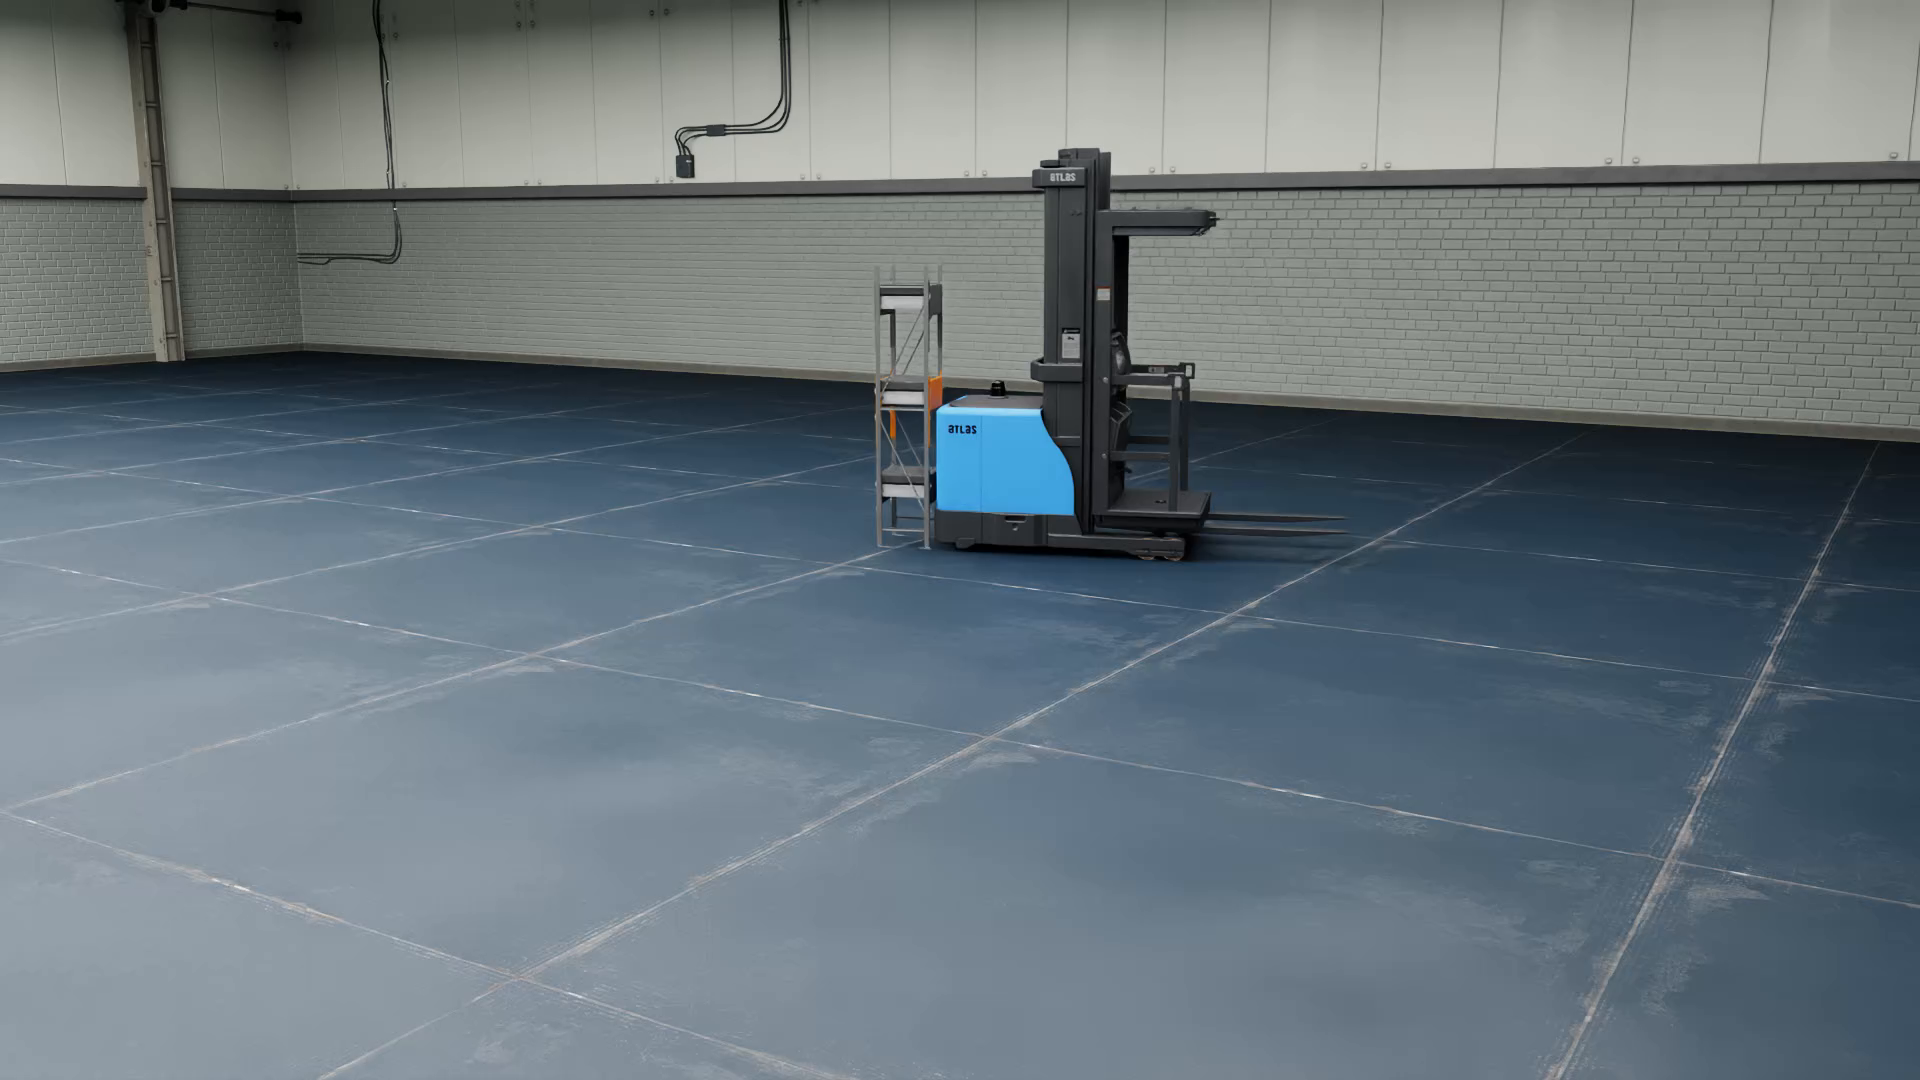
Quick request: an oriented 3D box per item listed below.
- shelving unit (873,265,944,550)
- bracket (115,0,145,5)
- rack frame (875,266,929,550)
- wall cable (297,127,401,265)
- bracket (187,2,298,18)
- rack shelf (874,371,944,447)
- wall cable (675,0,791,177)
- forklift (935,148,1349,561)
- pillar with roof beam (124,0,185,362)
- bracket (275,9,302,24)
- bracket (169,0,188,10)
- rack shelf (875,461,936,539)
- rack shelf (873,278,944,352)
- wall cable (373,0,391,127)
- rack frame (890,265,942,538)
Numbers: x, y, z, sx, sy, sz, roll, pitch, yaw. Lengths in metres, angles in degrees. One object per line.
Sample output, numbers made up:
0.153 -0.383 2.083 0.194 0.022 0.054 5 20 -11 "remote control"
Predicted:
-0.380 -1.012 12.569 0.431 2.100 0.503 2 11 11 "shelving unit"
-14.328 -9.368 28.672 0.235 0.232 0.430 6 12 31 "bracket"
-0.427 -0.968 12.333 0.400 2.100 0.015 2 11 11 "rack frame"
-11.757 -6.509 31.619 3.097 2.526 0.112 6 12 31 "wall cable"
-12.974 -9.778 30.864 0.076 0.066 3.189 6 12 31 "bracket"
-0.380 -0.999 12.571 0.431 0.518 0.480 2 11 11 "rack shelf"
-3.651 -8.797 26.163 2.305 6.003 0.169 6 12 31 "wall cable"
1.381 -1.393 12.342 3.031 2.935 1.130 2 11 12 "forklift"
-10.737 -7.287 27.337 9.100 9.000 0.548 6 12 31 "pillar with roof beam"
-12.667 -9.871 31.361 0.235 0.232 0.430 6 12 31 "bracket"
-13.898 -9.499 29.370 0.235 0.232 0.430 6 12 31 "bracket"
-0.380 -0.311 12.700 0.431 0.518 0.480 2 11 11 "rack shelf"
-0.380 -1.687 12.442 0.431 0.518 0.480 2 11 11 "rack shelf"
-9.445 -8.733 29.774 3.097 2.526 0.112 6 12 31 "wall cable"
-0.333 -1.056 12.804 0.400 2.100 0.015 2 11 11 "rack frame"
